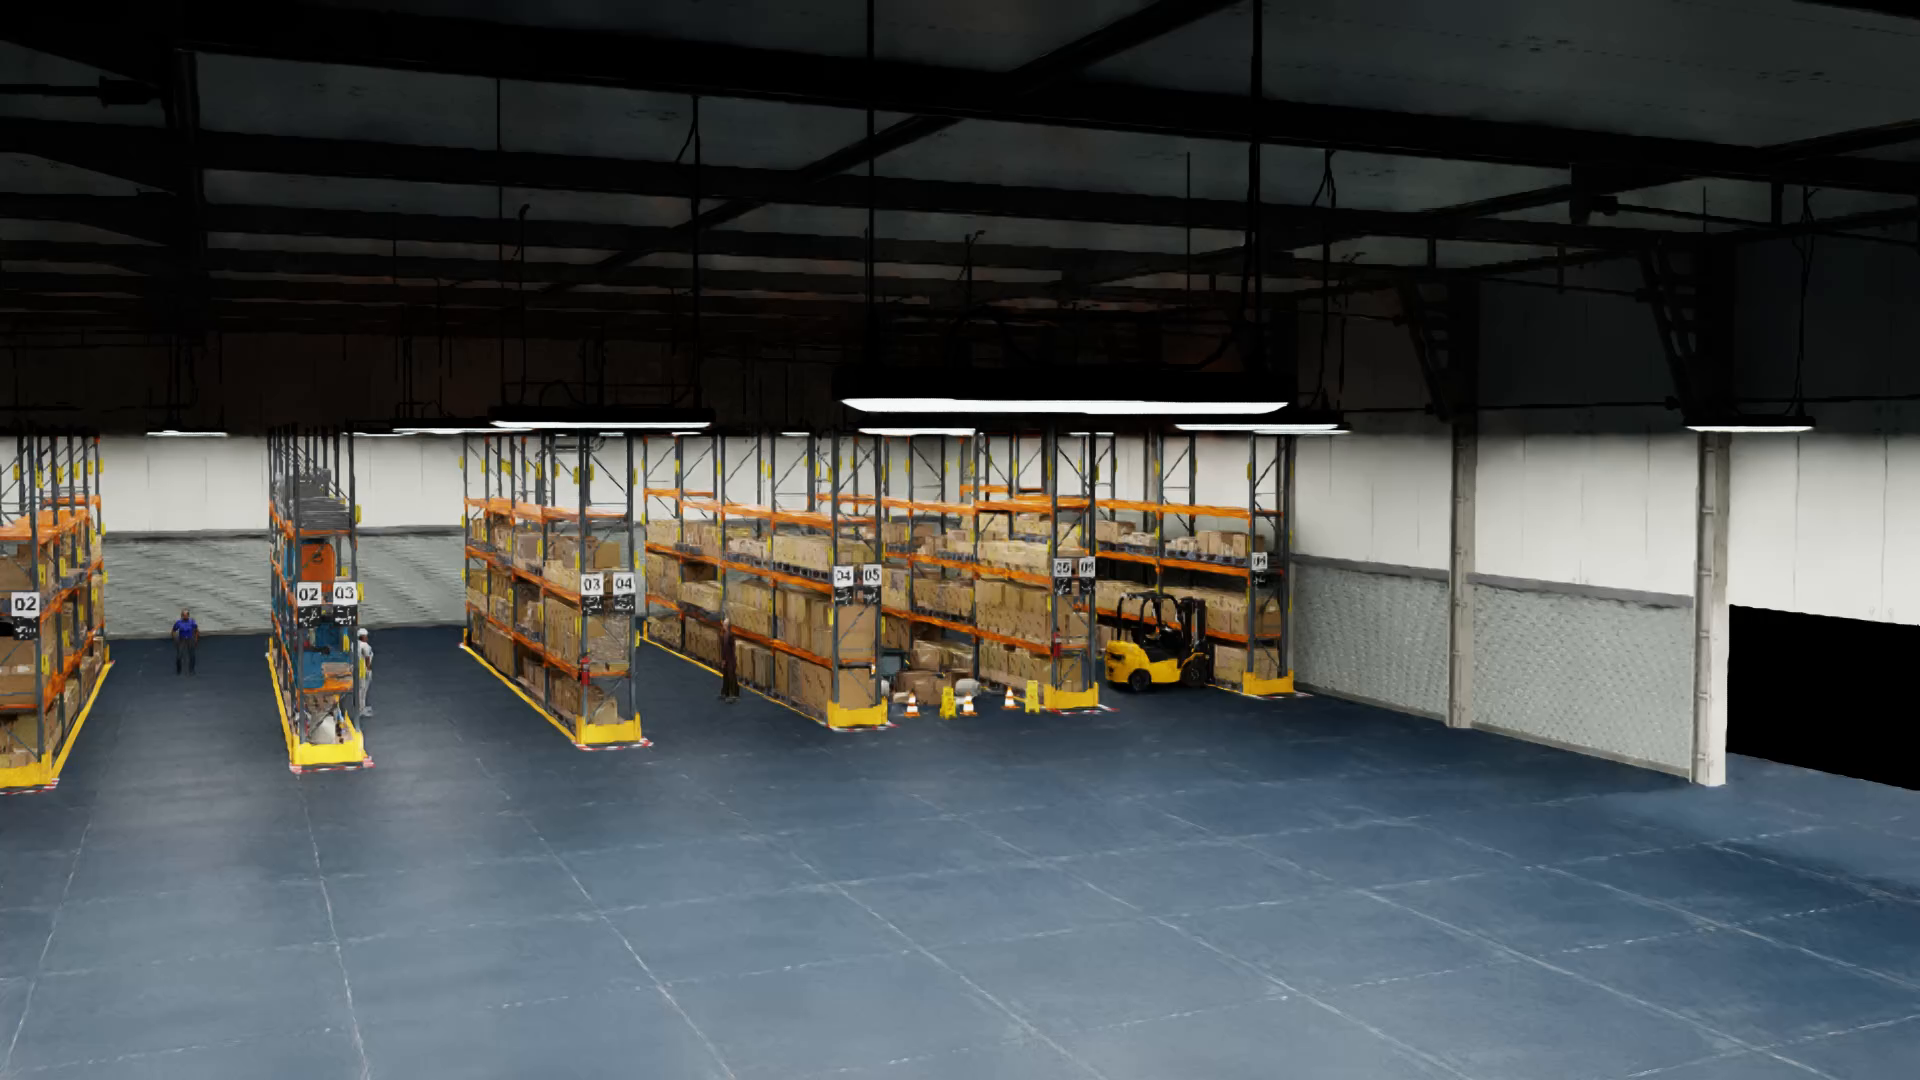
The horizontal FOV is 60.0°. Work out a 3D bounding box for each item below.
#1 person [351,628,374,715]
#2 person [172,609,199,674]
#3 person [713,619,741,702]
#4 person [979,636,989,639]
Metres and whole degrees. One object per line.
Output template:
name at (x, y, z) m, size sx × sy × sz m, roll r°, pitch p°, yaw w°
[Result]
person at (-12.330, 2.707, 34.427) m, size 0.634 × 1.789 × 0.477 m, roll 3°, pitch 5°, yaw 43°
person at (-18.790, 2.472, 40.352) m, size 0.592 × 1.590 × 0.518 m, roll -2°, pitch 4°, yaw -26°
person at (-5.092, 2.604, 36.222) m, size 0.642 × 1.771 × 0.693 m, roll 0°, pitch 3°, yaw 0°
person at (0.764, 1.976, 47.510) m, size 0.530 × 1.666 × 0.565 m, roll 0°, pitch 4°, yaw -6°
